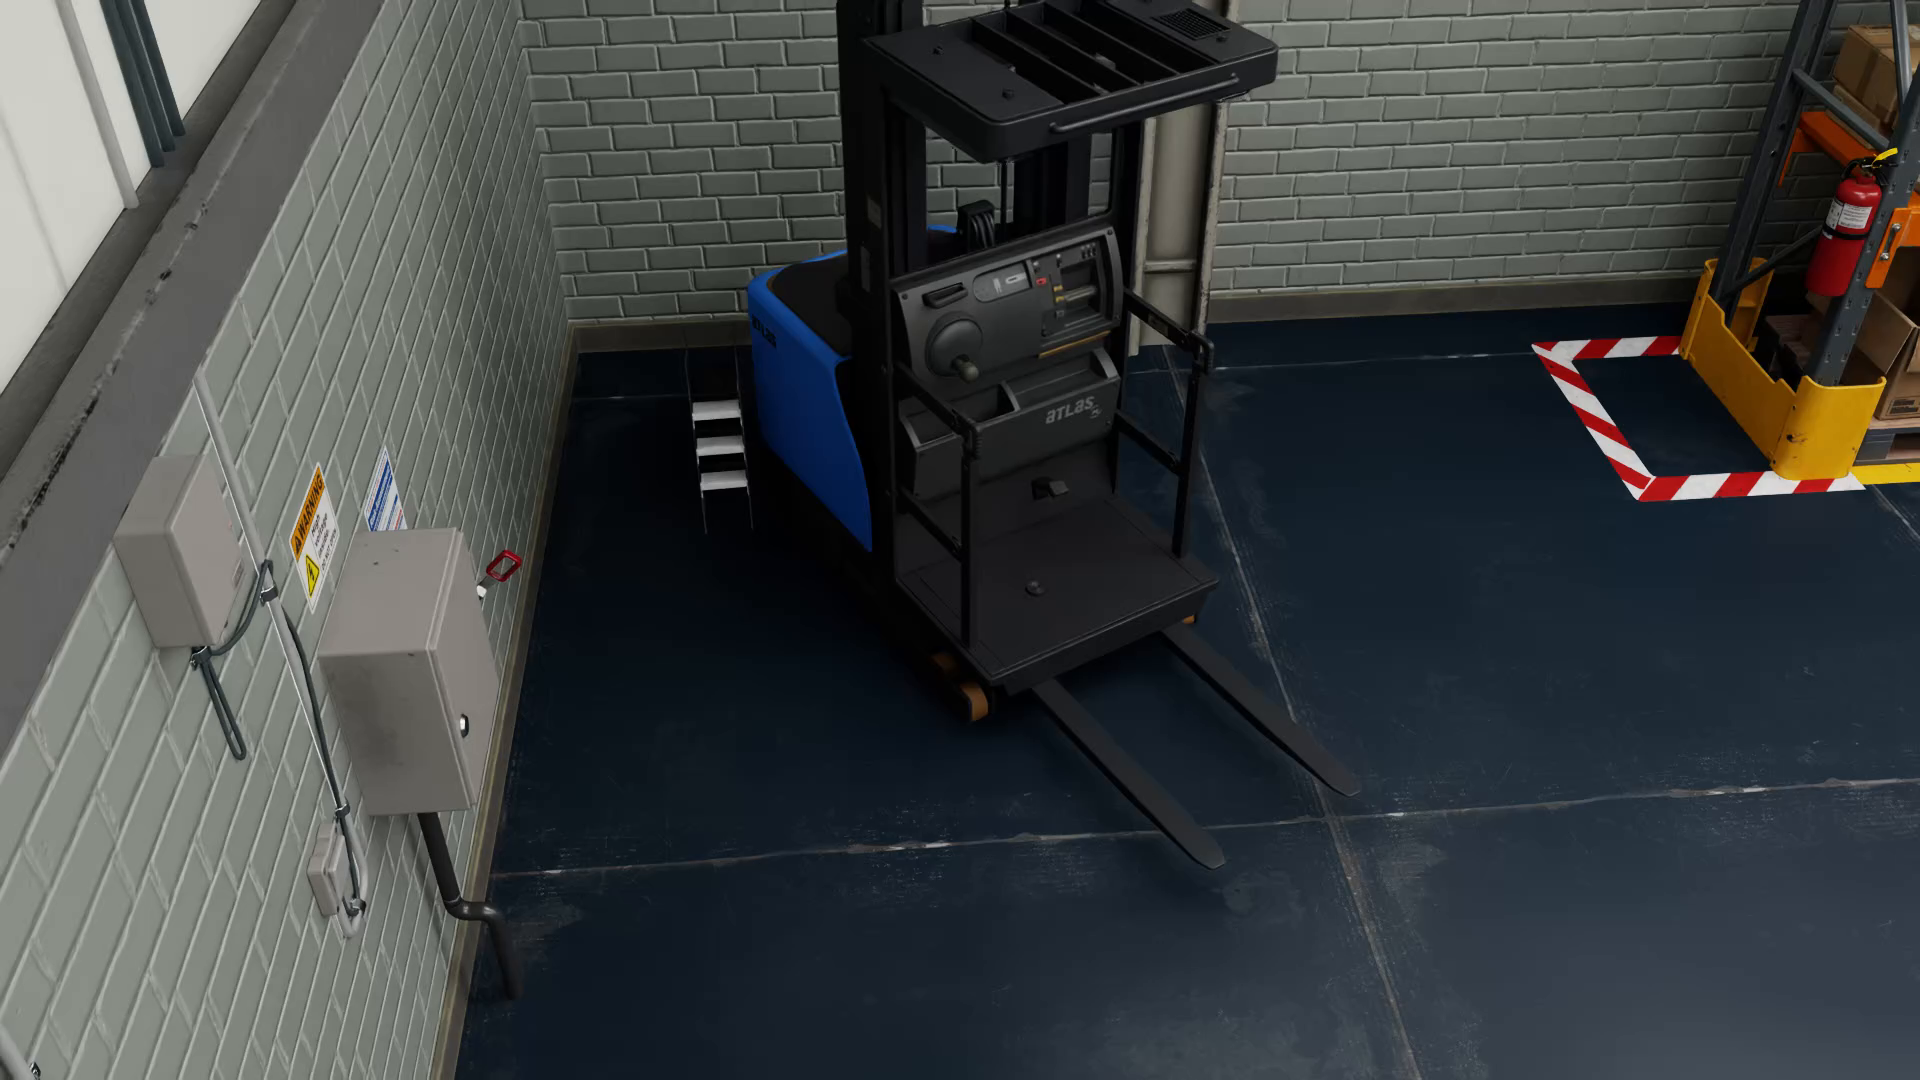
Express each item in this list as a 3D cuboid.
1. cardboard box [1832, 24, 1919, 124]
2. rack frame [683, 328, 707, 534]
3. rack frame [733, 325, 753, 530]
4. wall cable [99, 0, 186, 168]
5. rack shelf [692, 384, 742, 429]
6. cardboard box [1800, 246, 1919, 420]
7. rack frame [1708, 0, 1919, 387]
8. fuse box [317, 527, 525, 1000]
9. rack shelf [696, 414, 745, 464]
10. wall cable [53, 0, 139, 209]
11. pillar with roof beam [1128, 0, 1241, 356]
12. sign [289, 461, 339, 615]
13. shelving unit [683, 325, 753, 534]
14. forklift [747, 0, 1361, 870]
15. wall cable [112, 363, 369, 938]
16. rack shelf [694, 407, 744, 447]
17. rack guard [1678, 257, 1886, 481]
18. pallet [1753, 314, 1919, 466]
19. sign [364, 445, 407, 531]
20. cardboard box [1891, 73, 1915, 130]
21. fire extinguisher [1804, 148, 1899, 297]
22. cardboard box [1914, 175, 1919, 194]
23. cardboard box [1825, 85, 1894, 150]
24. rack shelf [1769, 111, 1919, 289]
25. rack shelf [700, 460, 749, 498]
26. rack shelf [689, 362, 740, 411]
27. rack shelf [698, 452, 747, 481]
[{"bbox_3d":[4.231,-2.058,7.318,0.500,0.250,0.500,-2,38,-3],"label":"cardboard box"},{"bbox_3d":[-1.130,-0.454,7.098,0.006,0.900,0.240,-5,39,-6],"label":"rack frame"},{"bbox_3d":[-0.929,-0.472,7.121,0.006,0.900,0.240,-5,39,-6],"label":"rack frame"},{"bbox_3d":[-1.674,-2.818,3.526,0.133,3.039,2.988,-3,38,-4],"label":"wall cable"},{"bbox_3d":[-1.029,-0.578,7.019,0.200,0.077,0.258,-5,39,-6],"label":"rack shelf"},{"bbox_3d":[4.414,-0.971,7.735,0.637,0.503,0.797,-5,39,-6],"label":"cardboard box"},{"bbox_3d":[3.796,-1.811,7.124,0.127,3.000,1.000,-3,38,-4],"label":"rack frame"},{"bbox_3d":[-1.416,0.777,4.884,0.414,1.711,0.539,-3,38,-4],"label":"fuse box"},{"bbox_3d":[-1.029,-0.436,7.130,0.200,0.077,0.258,-5,39,-6],"label":"rack shelf"},{"bbox_3d":[-1.465,-1.082,1.357,0.029,3.000,2.355,-3,38,-4],"label":"wall cable"},{"bbox_3d":[1.412,-1.918,2.416,0.400,9.000,9.100,-3,38,-4],"label":"pillar with roof beam"},{"bbox_3d":[-1.617,-0.008,4.172,0.001,0.242,0.339,-3,38,-4],"label":"sign"},{"bbox_3d":[-1.029,-0.463,7.110,0.210,0.900,0.258,-5,39,-6],"label":"shelving unit"},{"bbox_3d":[0.309,-0.787,5.881,1.130,2.935,3.031,-21,43,-25],"label":"forklift"},{"bbox_3d":[-1.512,0.302,3.626,0.122,1.984,0.588,-3,38,-4],"label":"wall cable"},{"bbox_3d":[-1.029,-0.507,7.075,0.200,0.077,0.258,-5,39,-6],"label":"rack shelf"},{"bbox_3d":[3.872,-0.834,7.903,0.348,0.500,1.175,-3,38,-4],"label":"rack guard"},{"bbox_3d":[4.666,-0.765,8.049,1.213,0.211,1.003,-3,38,-4],"label":"pallet"},{"bbox_3d":[-1.666,0.015,4.886,0.001,0.494,0.329,-3,38,-4],"label":"sign"},{"bbox_3d":[4.272,-1.728,6.899,0.500,0.250,0.500,-3,38,-4],"label":"cardboard box"},{"bbox_3d":[3.691,-1.341,6.892,0.183,0.674,0.296,-3,38,-4],"label":"fire extinguisher"},{"bbox_3d":[4.148,-1.561,7.010,0.250,0.149,0.380,-3,38,-4],"label":"cardboard box"},{"bbox_3d":[4.103,-1.896,7.435,0.250,0.149,0.380,-4,38,-4],"label":"cardboard box"},{"bbox_3d":[5.788,-1.638,7.486,4.000,0.370,1.077,-3,38,-4],"label":"rack shelf"},{"bbox_3d":[-1.029,-0.295,7.242,0.200,0.077,0.258,-5,39,-6],"label":"rack shelf"},{"bbox_3d":[-1.029,-0.648,6.963,0.200,0.077,0.258,-5,39,-6],"label":"rack shelf"},{"bbox_3d":[-1.029,-0.366,7.186,0.200,0.077,0.258,-5,39,-6],"label":"rack shelf"}]
